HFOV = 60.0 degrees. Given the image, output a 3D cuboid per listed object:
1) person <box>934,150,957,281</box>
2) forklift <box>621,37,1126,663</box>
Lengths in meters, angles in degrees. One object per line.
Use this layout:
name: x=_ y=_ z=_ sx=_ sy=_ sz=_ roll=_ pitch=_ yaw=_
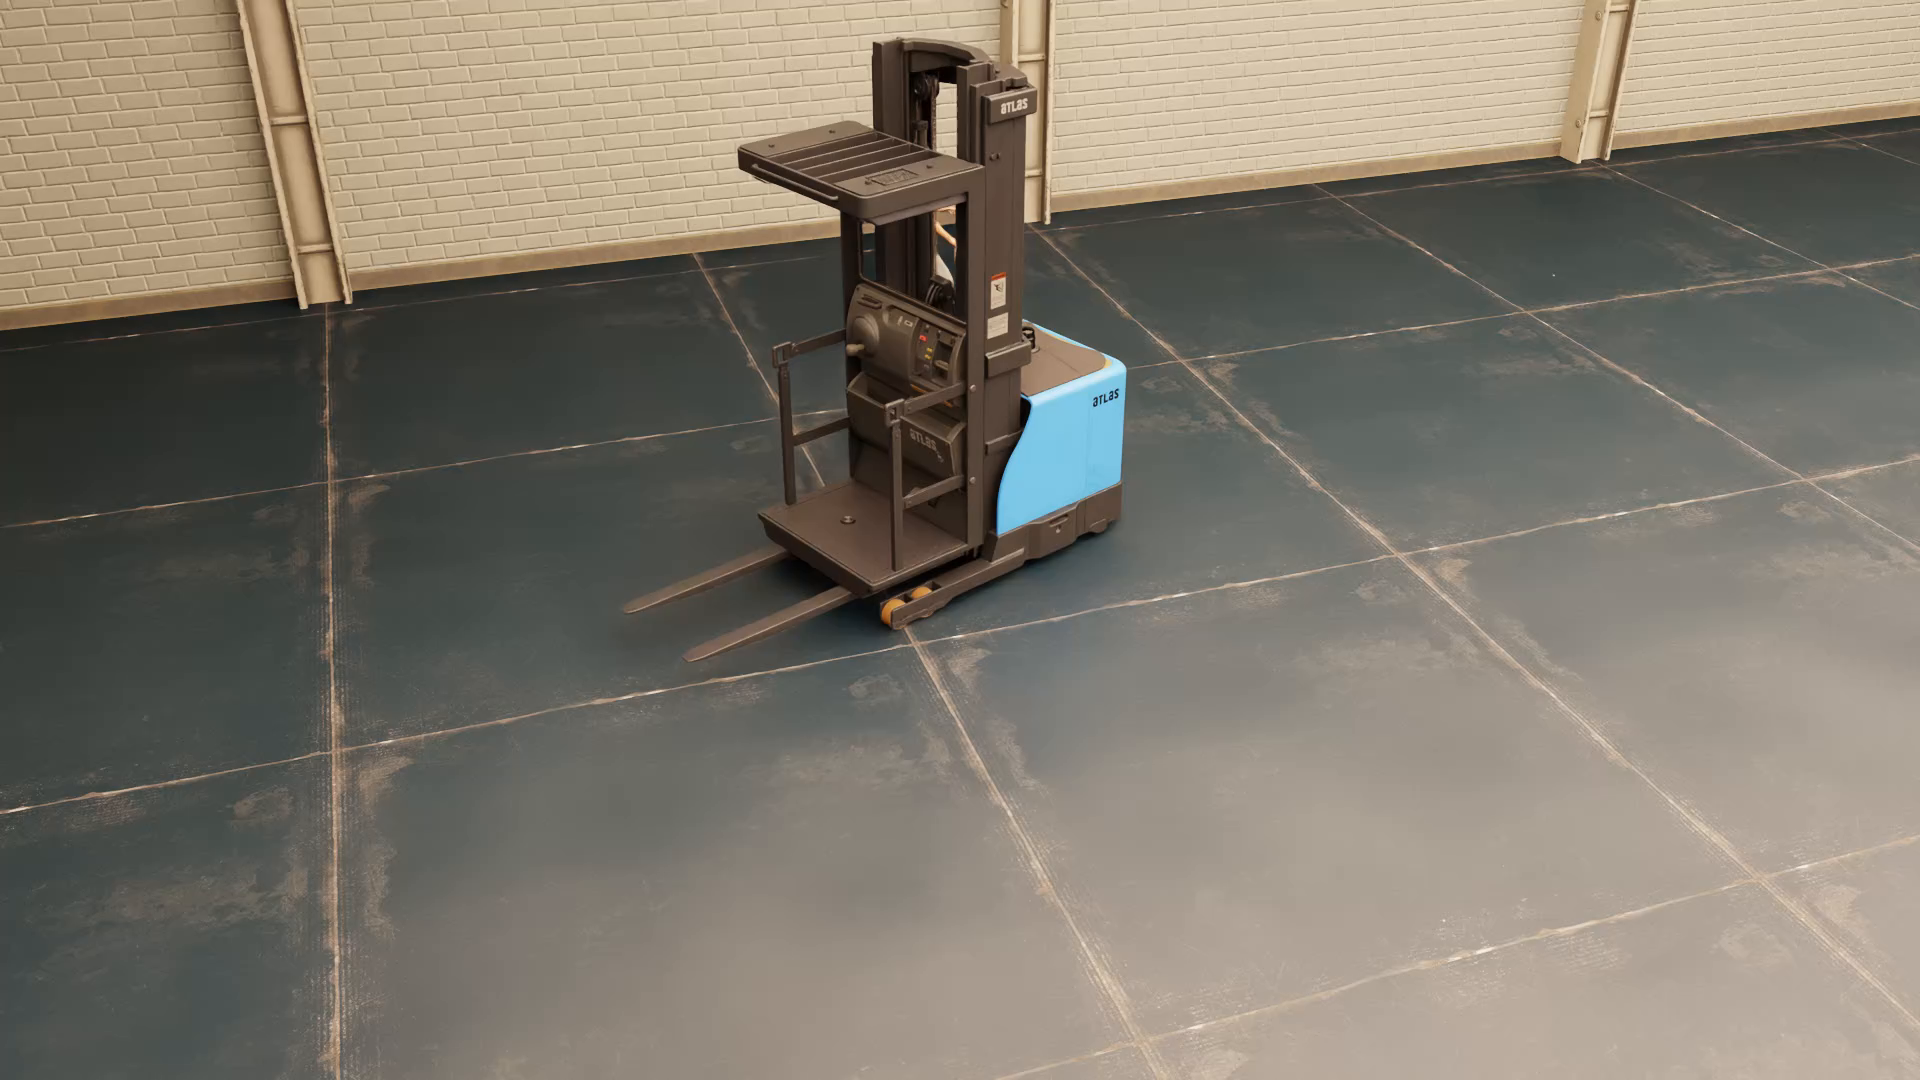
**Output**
person: x=-0.222 y=-2.190 z=12.285 sx=0.733 sy=1.546 sz=0.737 roll=-18 pitch=35 yaw=-28
forklift: x=-0.461 y=-1.072 z=8.951 sx=3.031 sy=2.935 sz=1.130 roll=-23 pitch=37 yaw=-34
